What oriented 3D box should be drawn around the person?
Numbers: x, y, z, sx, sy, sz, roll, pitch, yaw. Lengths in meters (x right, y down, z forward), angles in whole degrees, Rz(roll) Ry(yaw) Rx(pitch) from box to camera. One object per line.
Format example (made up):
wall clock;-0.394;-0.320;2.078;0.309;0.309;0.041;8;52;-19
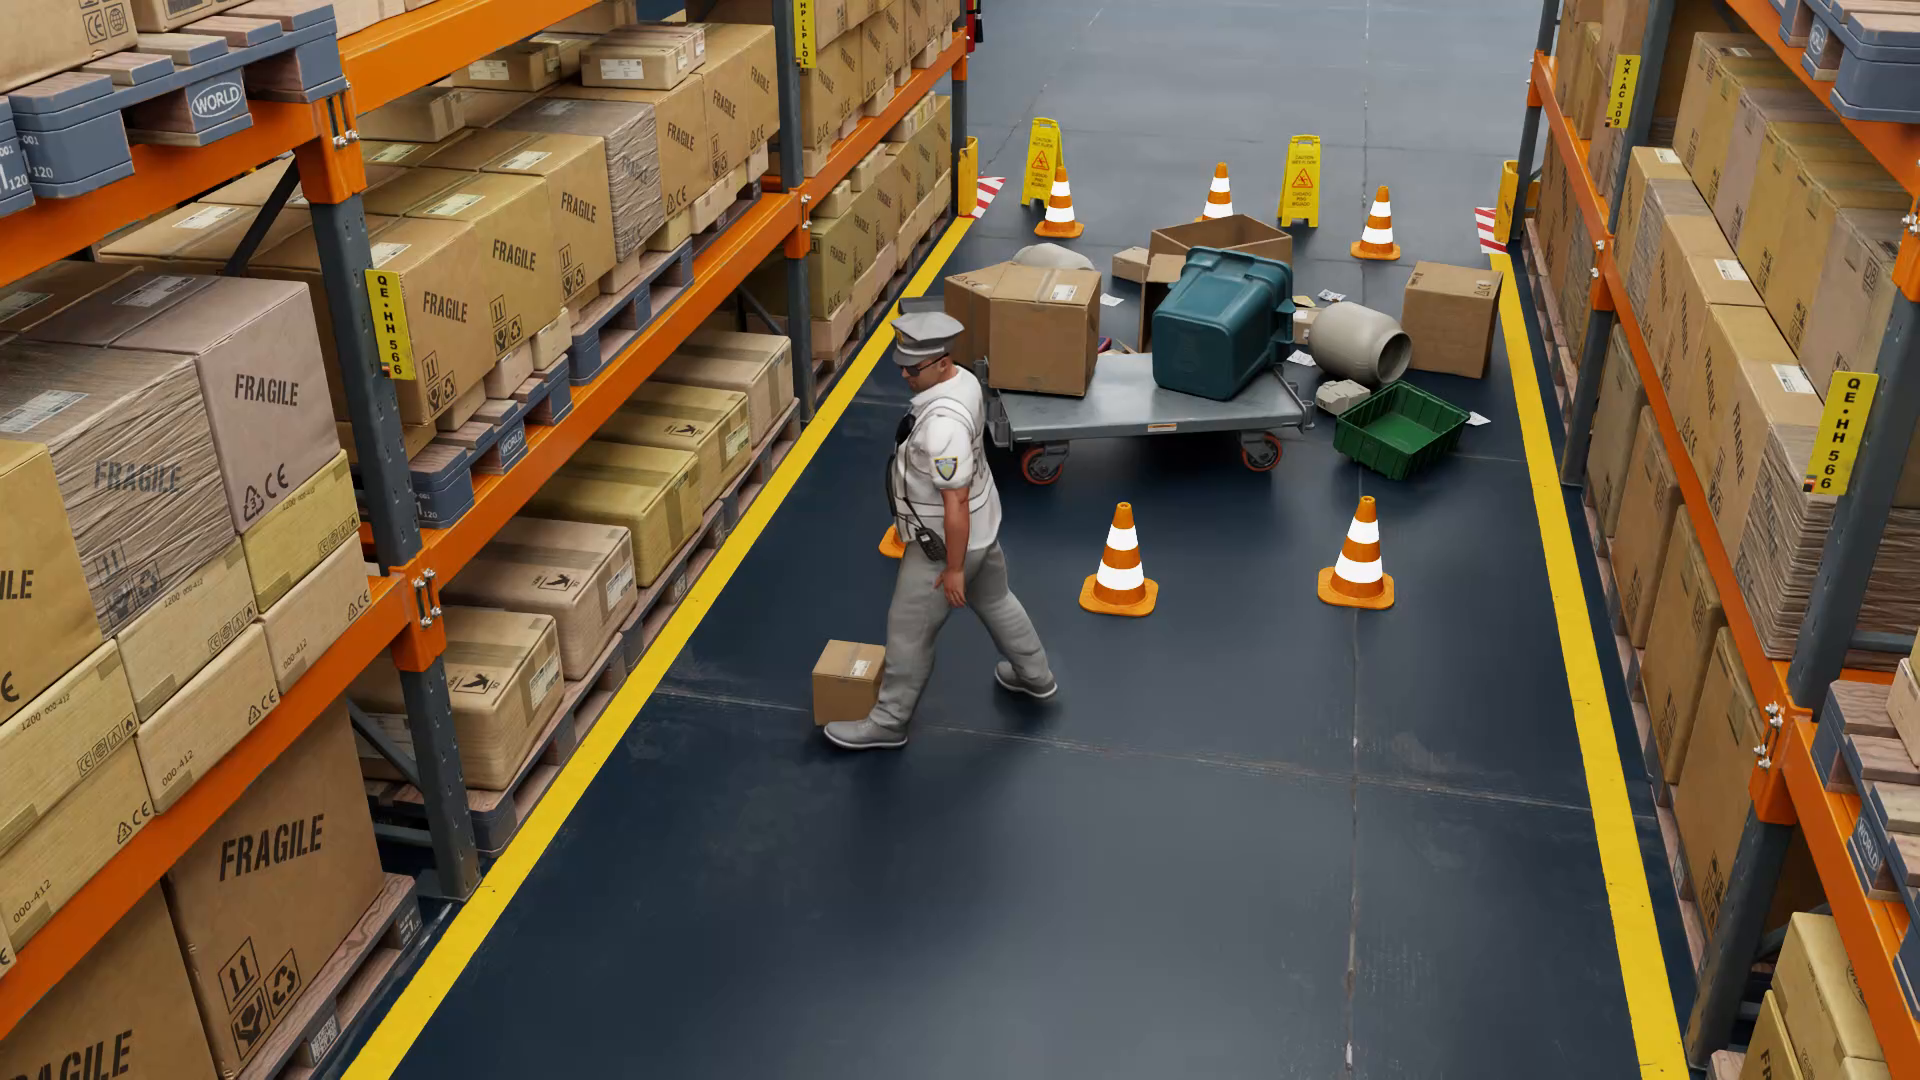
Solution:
person;-0.056;-0.054;6.240;0.856;1.724;0.667;5;29;9
